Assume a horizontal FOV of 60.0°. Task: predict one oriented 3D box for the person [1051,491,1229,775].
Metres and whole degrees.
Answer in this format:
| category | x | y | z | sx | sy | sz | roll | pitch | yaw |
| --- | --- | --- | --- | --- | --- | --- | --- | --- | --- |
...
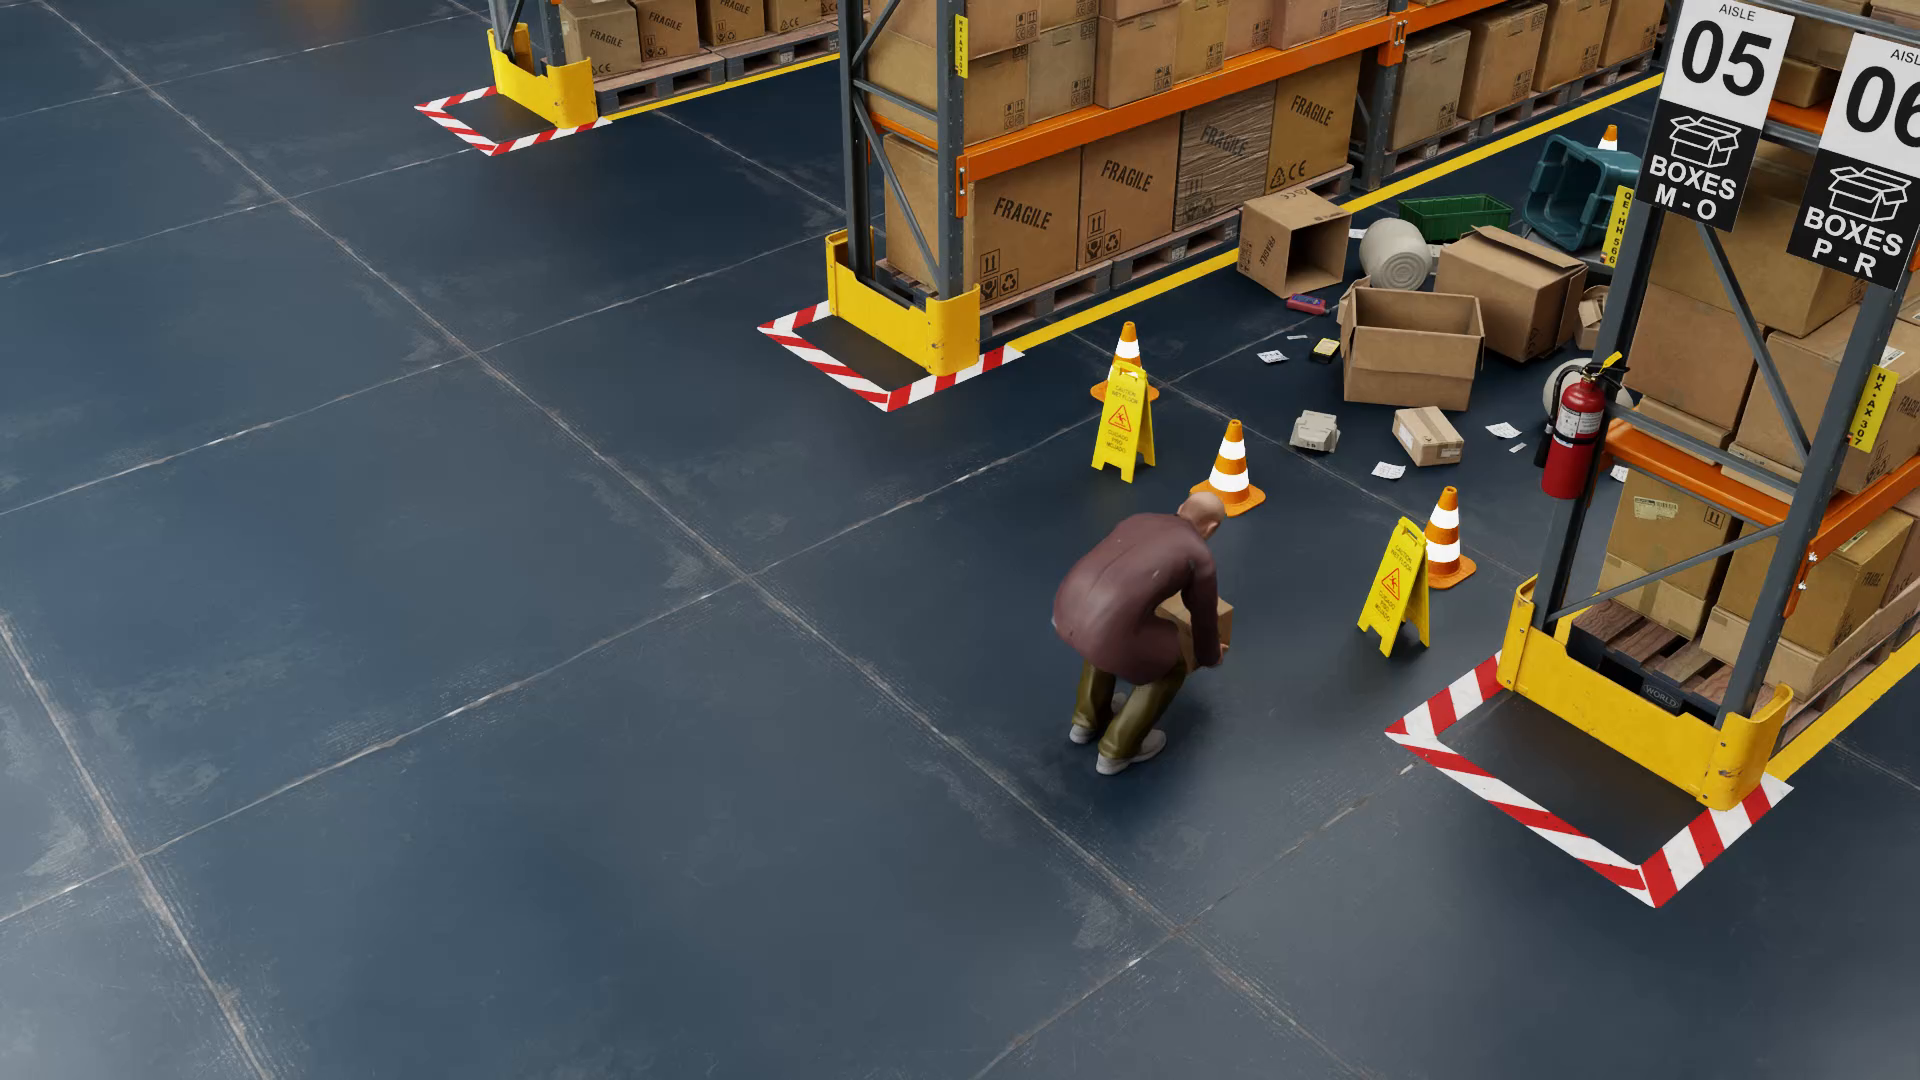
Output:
| category | x | y | z | sx | sy | sz | roll | pitch | yaw |
| --- | --- | --- | --- | --- | --- | --- | --- | --- | --- |
| person | 0.789 | 0.398 | 7.150 | 0.941 | 1.062 | 0.584 | -28 | 44 | -34 |
